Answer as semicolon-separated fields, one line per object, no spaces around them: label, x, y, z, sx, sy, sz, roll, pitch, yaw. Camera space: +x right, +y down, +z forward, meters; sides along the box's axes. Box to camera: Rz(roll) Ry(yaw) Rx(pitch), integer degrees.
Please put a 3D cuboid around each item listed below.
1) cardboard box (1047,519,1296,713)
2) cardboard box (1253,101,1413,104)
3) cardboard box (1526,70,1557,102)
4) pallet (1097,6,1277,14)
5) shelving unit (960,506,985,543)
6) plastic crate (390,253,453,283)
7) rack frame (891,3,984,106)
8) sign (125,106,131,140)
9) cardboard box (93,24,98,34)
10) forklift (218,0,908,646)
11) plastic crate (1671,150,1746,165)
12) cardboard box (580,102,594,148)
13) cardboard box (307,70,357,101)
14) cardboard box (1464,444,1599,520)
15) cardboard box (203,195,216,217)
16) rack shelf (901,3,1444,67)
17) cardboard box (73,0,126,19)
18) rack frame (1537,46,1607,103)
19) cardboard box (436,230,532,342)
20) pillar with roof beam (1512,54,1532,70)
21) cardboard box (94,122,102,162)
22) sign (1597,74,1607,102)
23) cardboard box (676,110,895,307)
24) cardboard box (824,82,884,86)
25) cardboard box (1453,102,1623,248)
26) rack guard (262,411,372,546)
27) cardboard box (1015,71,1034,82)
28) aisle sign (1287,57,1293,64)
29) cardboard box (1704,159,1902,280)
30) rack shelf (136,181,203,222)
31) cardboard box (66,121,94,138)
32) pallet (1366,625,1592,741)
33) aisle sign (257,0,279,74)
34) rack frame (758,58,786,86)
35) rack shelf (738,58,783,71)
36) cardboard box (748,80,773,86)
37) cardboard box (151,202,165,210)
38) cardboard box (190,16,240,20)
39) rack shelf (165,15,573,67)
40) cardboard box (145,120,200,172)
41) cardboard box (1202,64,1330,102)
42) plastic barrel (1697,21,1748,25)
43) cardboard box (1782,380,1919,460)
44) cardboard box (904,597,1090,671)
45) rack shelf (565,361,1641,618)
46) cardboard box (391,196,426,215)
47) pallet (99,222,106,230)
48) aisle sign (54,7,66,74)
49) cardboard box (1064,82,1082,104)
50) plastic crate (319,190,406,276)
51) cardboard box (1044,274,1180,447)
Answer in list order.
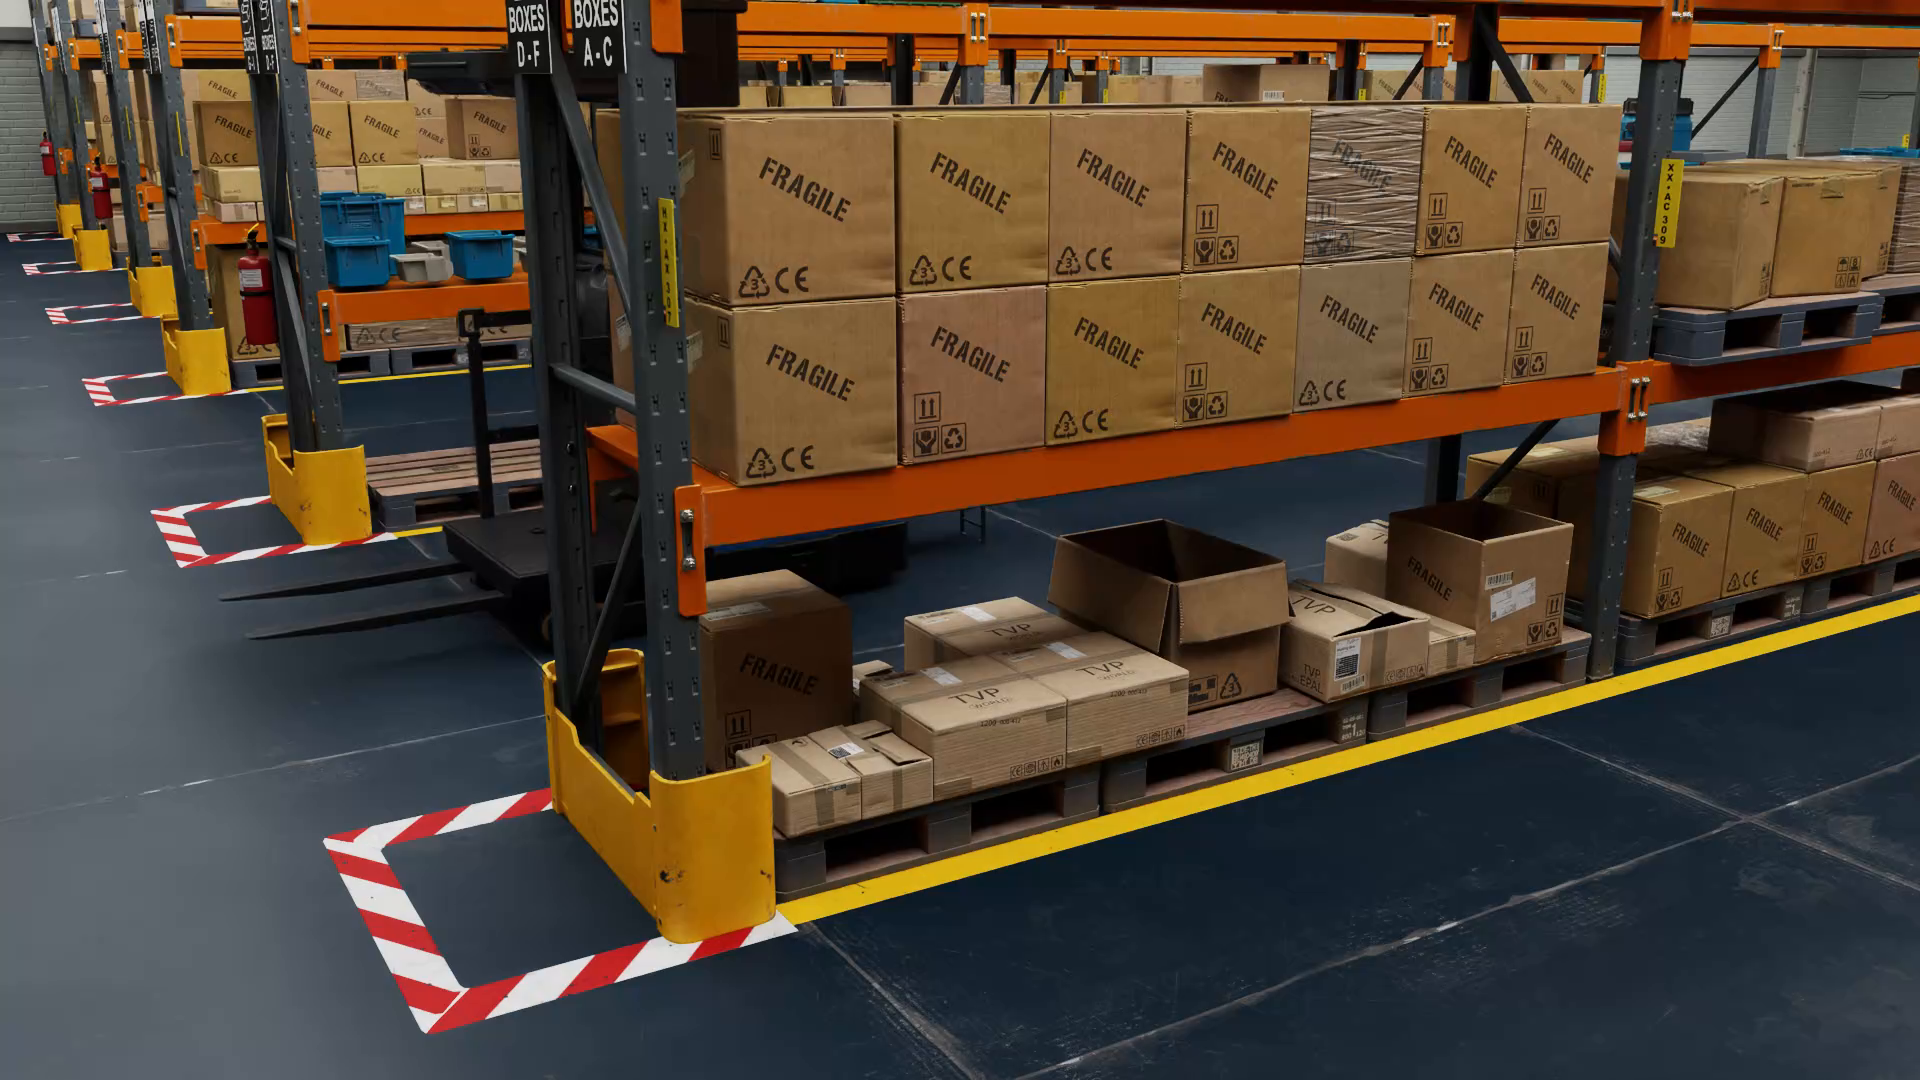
cardboard box;0.785;0.270;6.199;0.637;0.503;0.797;-9;18;-30
cardboard box;1.402;-1.440;6.451;0.500;0.500;0.500;-10;18;-31
cardboard box;6.811;-5.411;20.068;0.500;0.500;0.500;-9;18;-30
pallet;1.437;-3.772;11.602;1.213;0.211;1.003;-9;18;-30
shelving unit;-0.142;-0.555;8.666;0.503;1.200;0.258;-9;18;-30
plastic crate;-2.885;-1.458;8.933;0.298;0.136;0.250;-9;18;-30
rack frame;-0.155;-2.129;10.947;0.127;3.000;1.000;-9;18;-30
sign;-8.323;-4.172;16.631;0.005;0.325;0.100;-9;18;-30
cardboard box;-12.852;-7.749;25.165;0.500;0.250;0.500;-9;18;-29
forklift;-1.769;-1.100;7.402;3.031;2.935;1.130;-10;19;-32
plastic crate;6.445;-3.134;14.413;0.583;0.464;0.402;-9;18;-30
cardboard box;-3.394;-3.513;14.221;0.500;0.500;0.500;-9;18;-29
cardboard box;-6.759;-4.765;17.761;0.500;0.500;0.500;-10;18;-31
cardboard box;2.668;-0.126;7.616;0.500;0.500;0.500;-9;18;-30
cardboard box;-5.999;-2.724;13.534;0.250;0.149;0.380;-9;18;-29
rack shelf;1.559;-3.505;11.631;4.000;0.370;1.077;-9;18;-30
cardboard box;-10.899;-6.718;21.074;0.500;0.250;0.500;-11;19;-35
rack frame;7.580;-4.943;20.986;0.127;3.000;1.000;-9;18;-30
cardboard box;-4.084;-2.256;14.558;0.875;0.875;0.875;-9;18;-30
pillar with roof beam;16.503;-12.890;38.222;0.400;9.000;9.100;-9;18;-30
cardboard box;-10.961;-5.188;21.676;0.500;0.500;0.500;-9;18;-29
sign;7.849;-5.522;20.319;0.005;0.325;0.100;-9;18;-30
cardboard box;-0.520;-0.957;4.728;0.500;0.500;0.500;-9;18;-28
cardboard box;-1.355;-5.582;21.229;0.500;0.500;0.700;-9;18;-30
cardboard box;2.093;-1.382;6.244;0.500;0.500;0.500;-9;18;-29
rack guard;-3.598;-0.363;9.279;0.348;0.500;1.175;-9;18;-30
cardboard box;0.830;-7.587;27.828;0.500;0.500;0.700;-9;18;-30
aisle sign;5.019;-7.436;25.062;0.004;0.787;0.394;-9;18;-30
cardboard box;3.875;-1.493;7.714;0.700;0.500;0.500;15;21;42
rack shelf;-6.888;-3.812;18.285;4.000;0.370;1.077;-9;18;-30
cardboard box;-13.540;-6.356;25.754;0.500;0.250;0.500;-9;18;-28
pallet;1.804;0.456;6.894;1.213;0.211;1.003;-9;18;-30
aisle sign;-3.493;-2.746;8.332;0.004;0.787;0.394;-9;18;-30
rack frame;-3.512;-7.828;31.277;0.127;3.000;1.000;-9;18;-30
rack shelf;-5.226;-8.648;29.978;4.000;0.370;1.077;-9;18;-30
cardboard box;-3.124;-7.122;26.045;0.250;0.149;0.380;-10;19;-32
cardboard box;-12.472;-5.331;26.224;0.500;0.500;0.700;-8;18;-27
cardboard box;-7.632;-5.328;17.080;0.500;0.250;0.500;-9;18;-28
rack shelf;-4.420;-4.095;13.736;4.000;0.370;1.077;-9;18;-30
cardboard box;-8.075;-4.070;17.137;0.500;0.500;0.500;-8;18;-27
cardboard box;3.398;-4.800;18.587;1.000;1.000;1.000;-9;18;-29
plastic barrel;6.378;-4.806;14.011;0.708;0.901;0.600;-9;18;-30
cardboard box;4.220;-0.571;7.818;0.500;0.250;0.500;-10;18;-31
cardboard box;0.133;0.428;6.105;0.500;0.250;0.500;-9;18;-30
rack shelf;0.678;-0.358;5.963;4.000;0.370;1.077;-9;18;-30
cardboard box;-4.559;-2.750;13.629;0.250;0.149;0.380;-9;18;-30
pallet;-13.050;-4.938;26.137;1.213;0.211;1.003;-9;18;-30
aisle sign;-11.151;-6.186;20.605;0.004;0.787;0.394;-9;18;-30
cardboard box;1.261;-6.008;22.747;0.500;0.500;0.700;-10;18;-31
plastic crate;-3.393;-1.709;9.271;0.499;0.435;0.616;-9;18;-30
cardboard box;0.351;-0.617;5.369;0.500;0.500;0.500;-9;18;-30
